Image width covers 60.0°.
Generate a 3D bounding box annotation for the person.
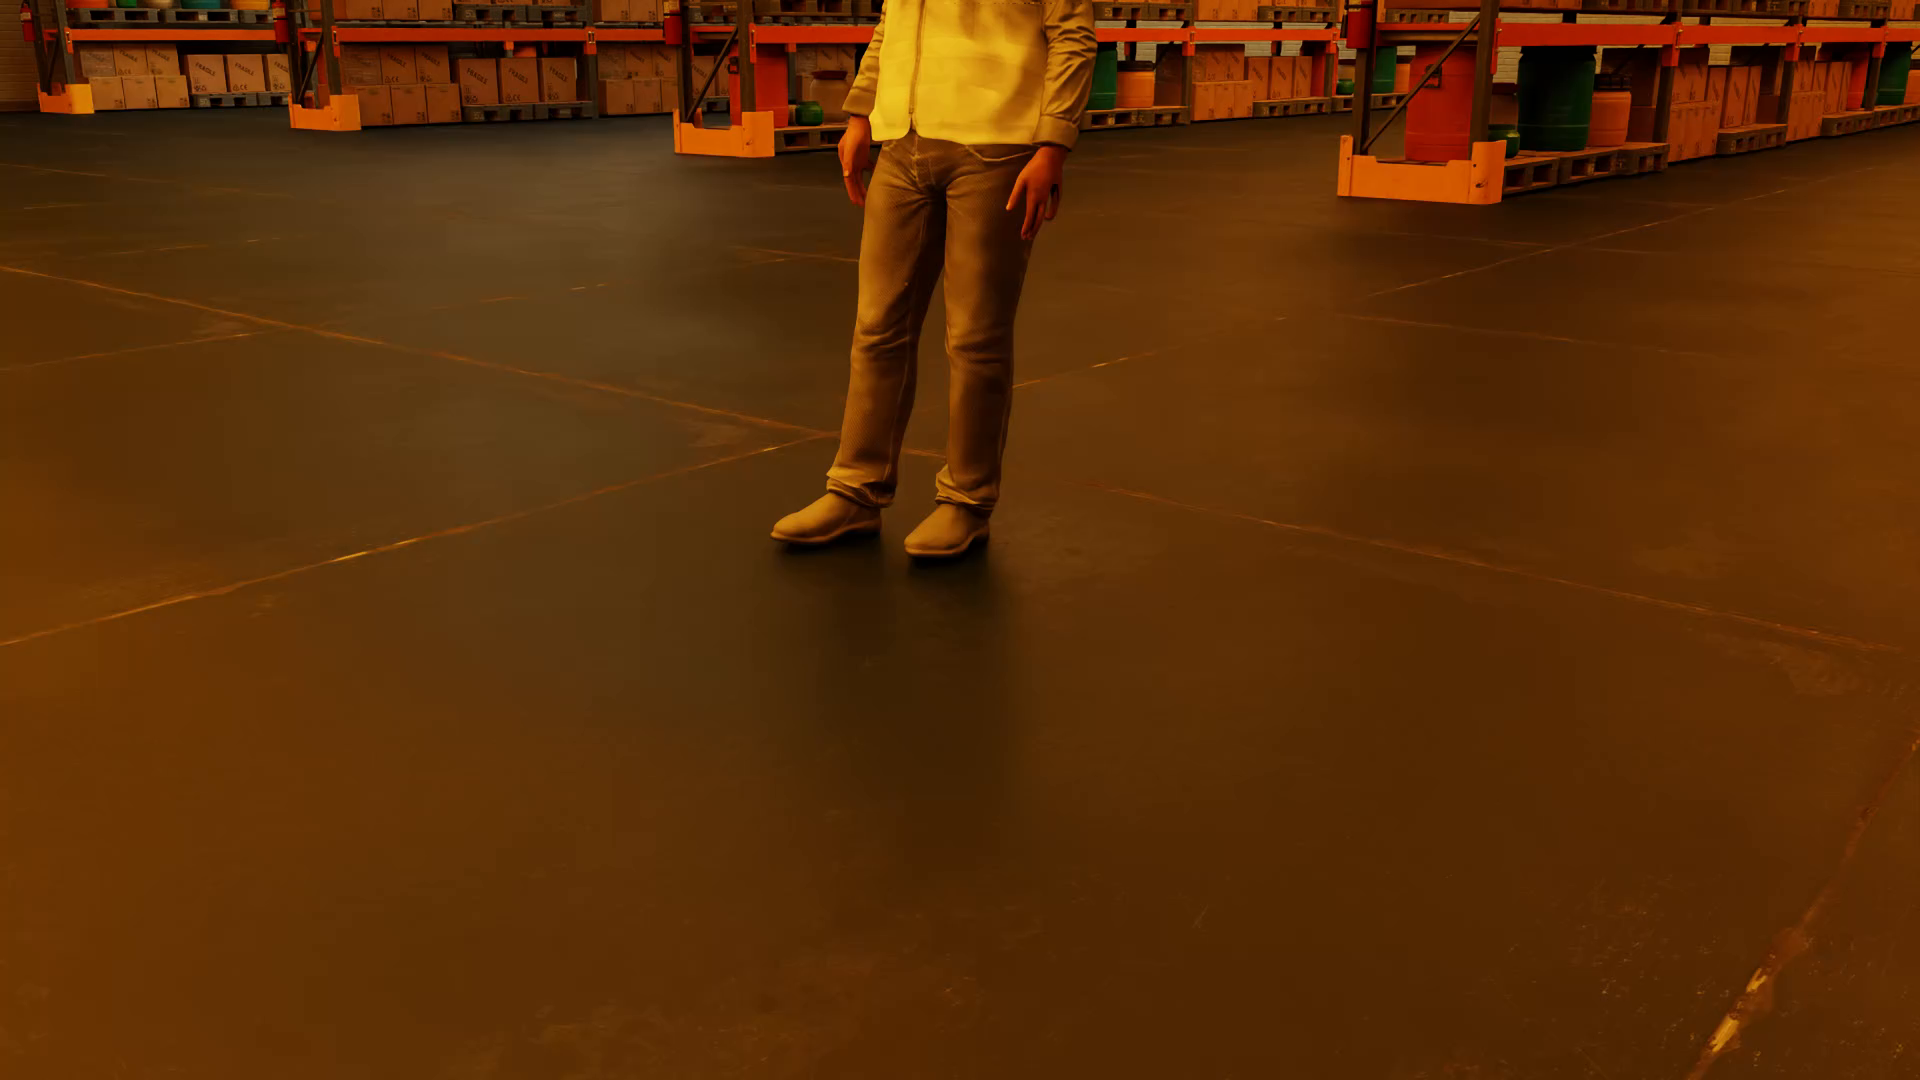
[{"bbox_3d":[-0.046,-0.843,3.640,0.633,1.775,0.566,13,21,37],"label":"person"}]
